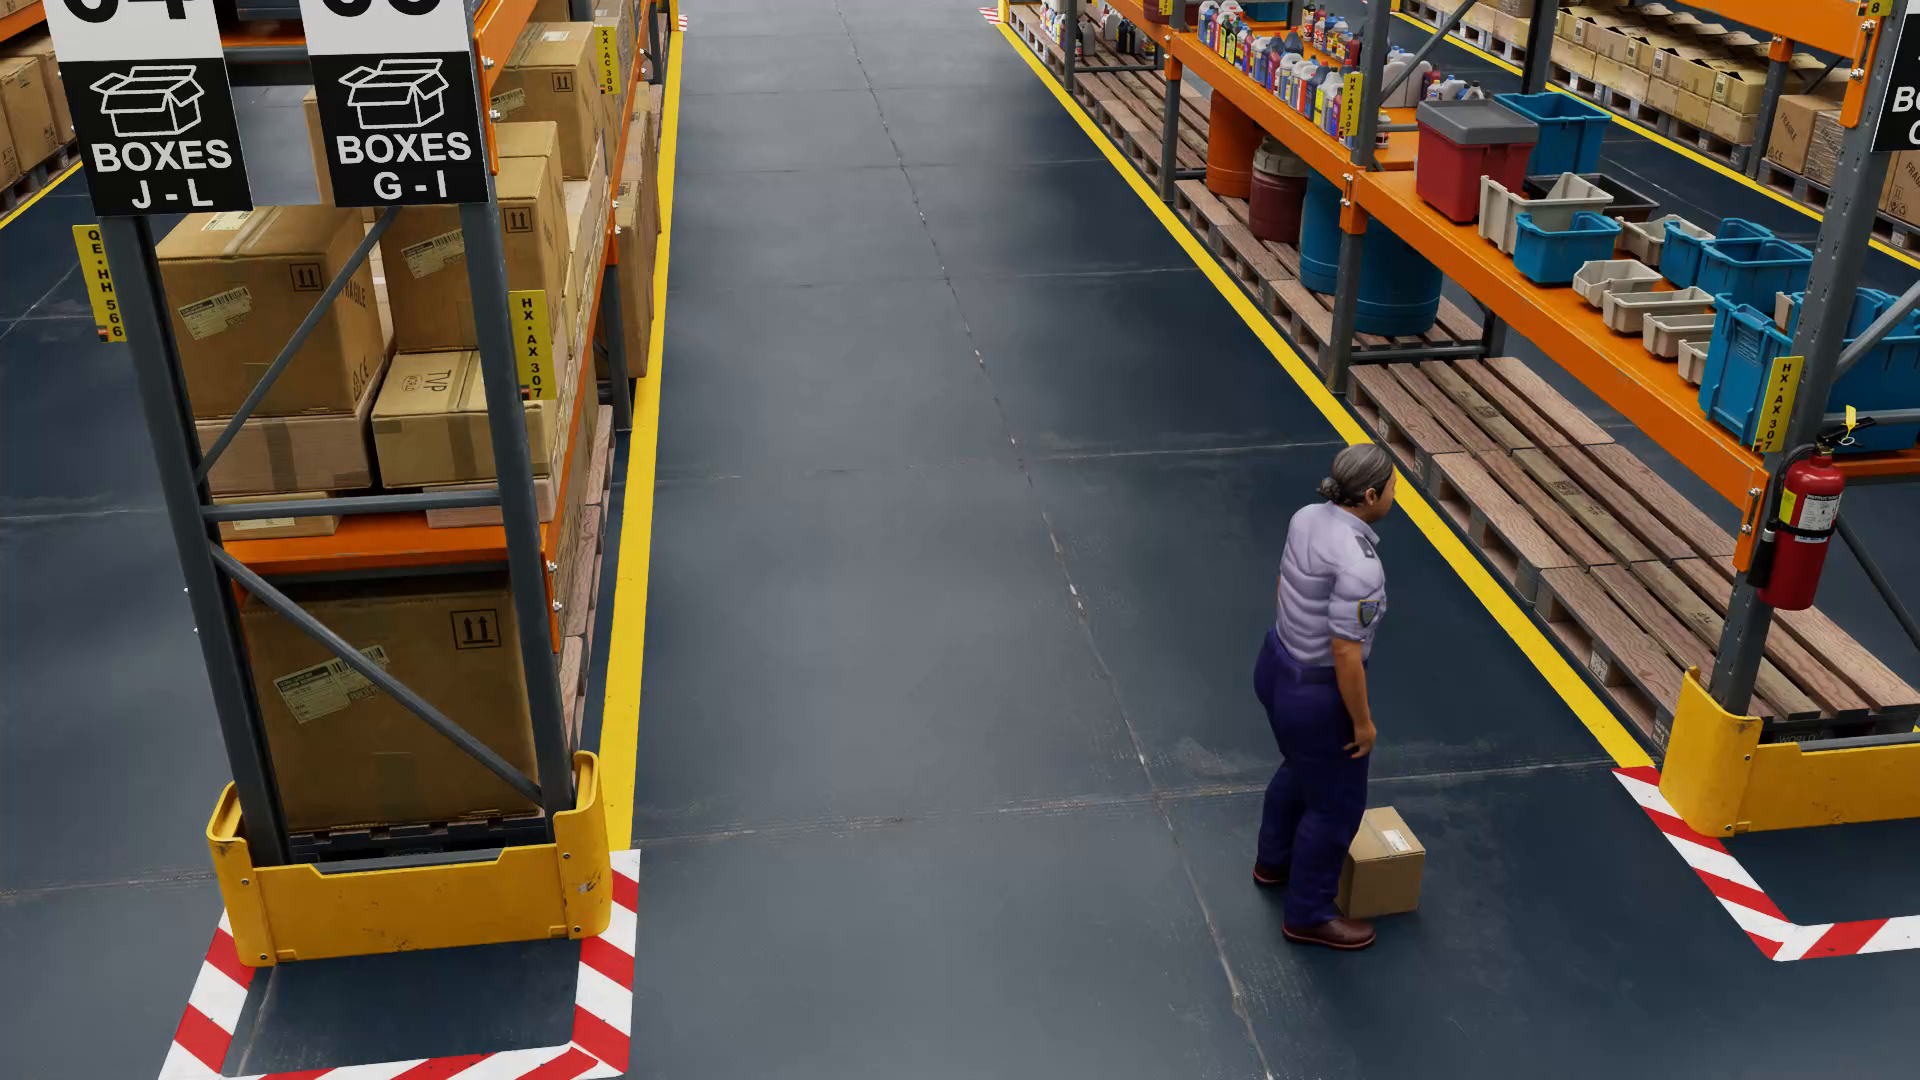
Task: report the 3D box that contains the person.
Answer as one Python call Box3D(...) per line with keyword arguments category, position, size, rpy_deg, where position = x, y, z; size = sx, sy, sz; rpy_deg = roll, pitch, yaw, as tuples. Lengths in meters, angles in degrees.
Box3D(category="person", position=(1.138, 0.476, 5.205), size=(0.369, 1.652, 0.554), rpy_deg=(-5, 28, -10))
